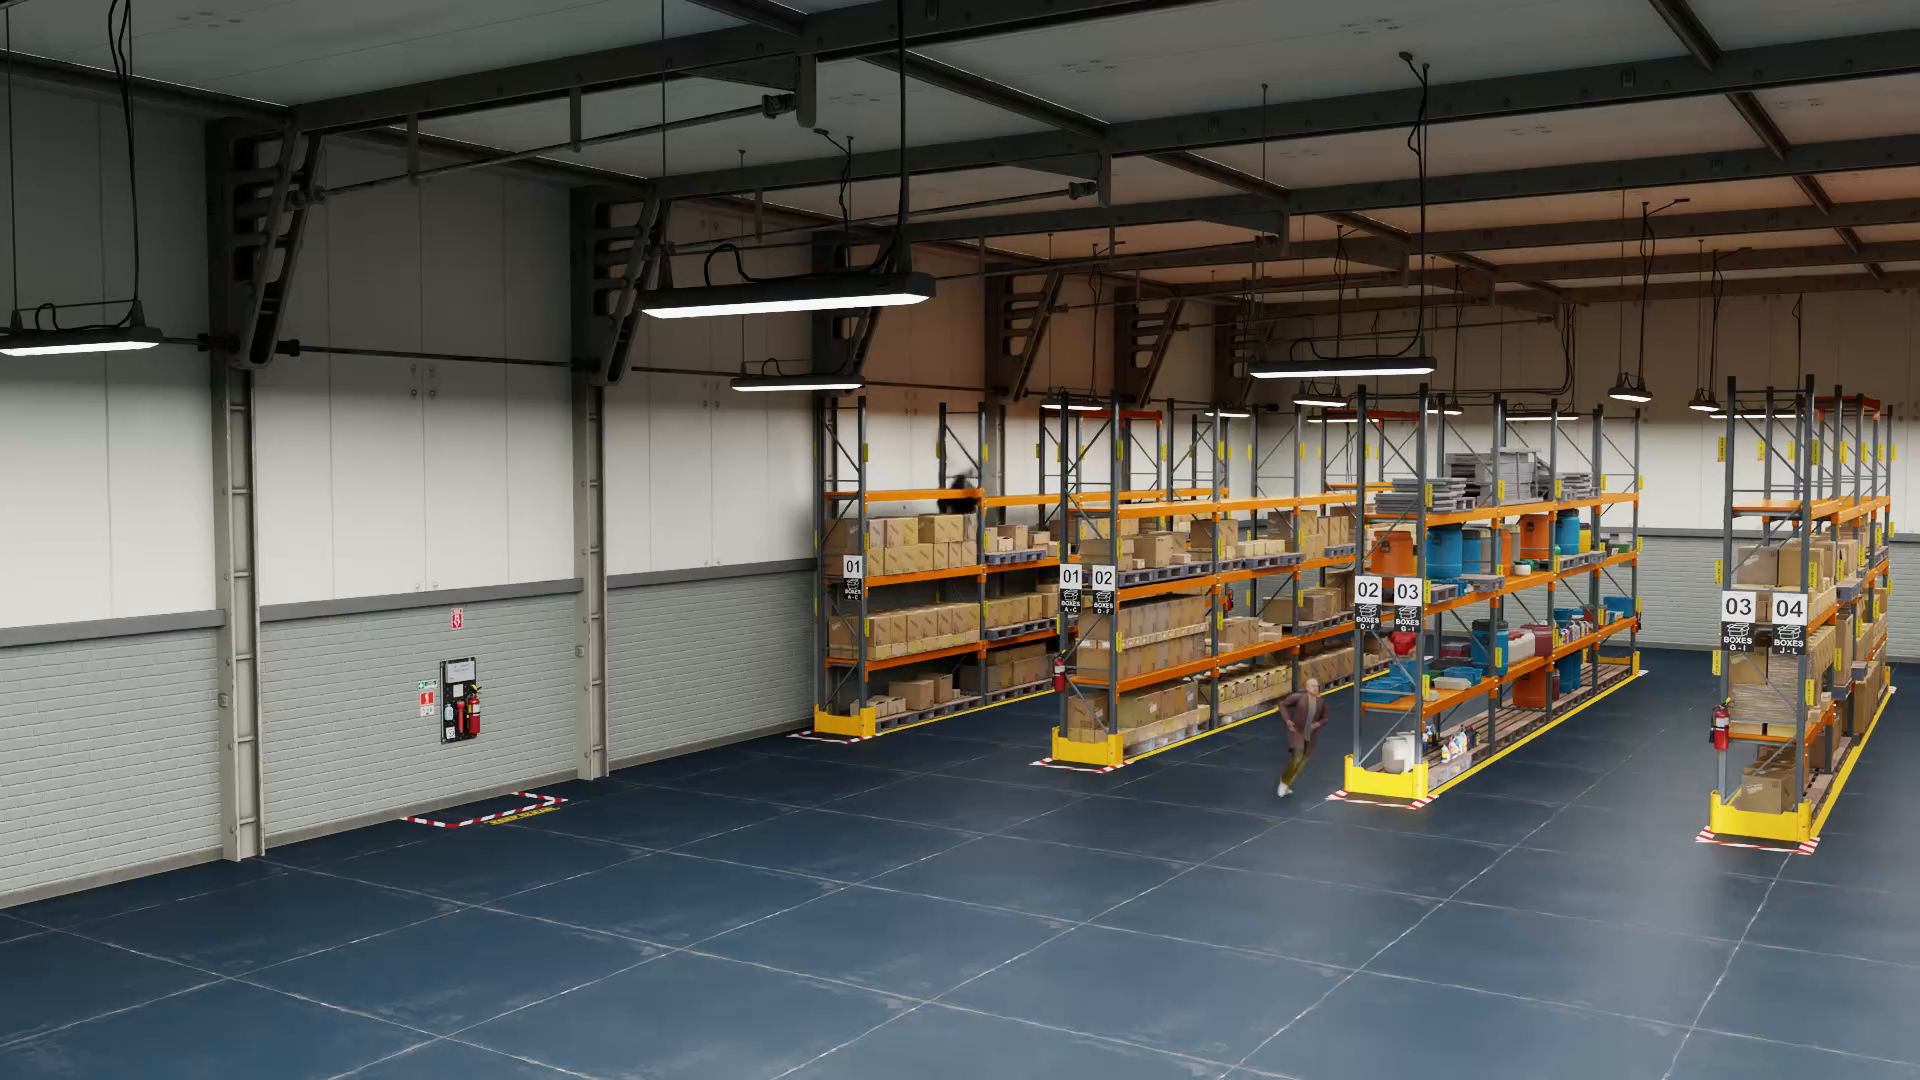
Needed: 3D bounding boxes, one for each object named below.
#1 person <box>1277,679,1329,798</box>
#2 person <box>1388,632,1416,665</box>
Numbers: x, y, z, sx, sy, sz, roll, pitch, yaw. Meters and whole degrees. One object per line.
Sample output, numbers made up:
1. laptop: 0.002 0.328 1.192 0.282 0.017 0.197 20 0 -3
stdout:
1. person: 4.987 2.873 24.173 0.751 1.730 0.673 -1 3 -13
2. person: 8.818 2.416 33.114 0.630 1.708 0.638 1 3 21
